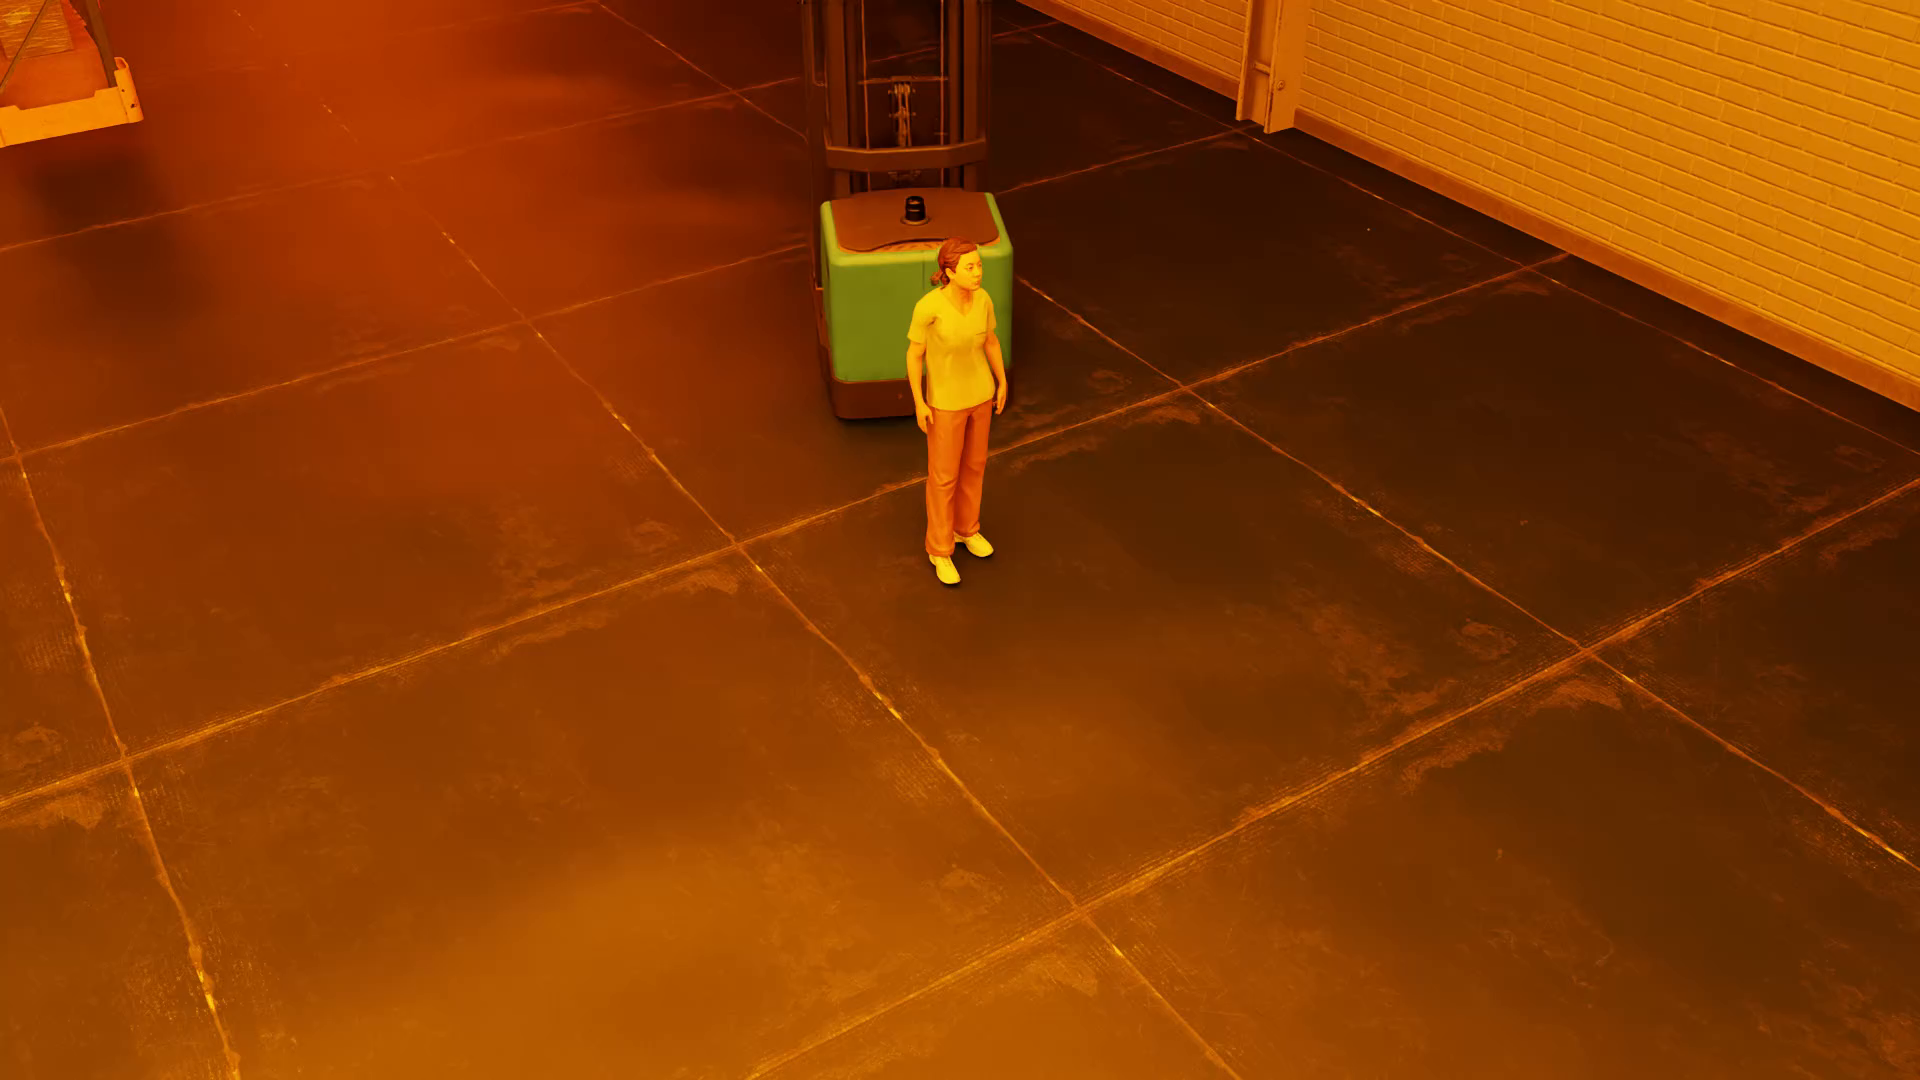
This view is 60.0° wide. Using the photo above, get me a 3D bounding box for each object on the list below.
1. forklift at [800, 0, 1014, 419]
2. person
[{"bbox_3d":[-0.401,-2.729,10.031,1.130,2.935,3.031,-4,35,-6],"label":"forklift"},{"bbox_3d":[0.031,-0.652,8.155,0.554,1.673,0.548,-21,40,-27],"label":"person"}]
